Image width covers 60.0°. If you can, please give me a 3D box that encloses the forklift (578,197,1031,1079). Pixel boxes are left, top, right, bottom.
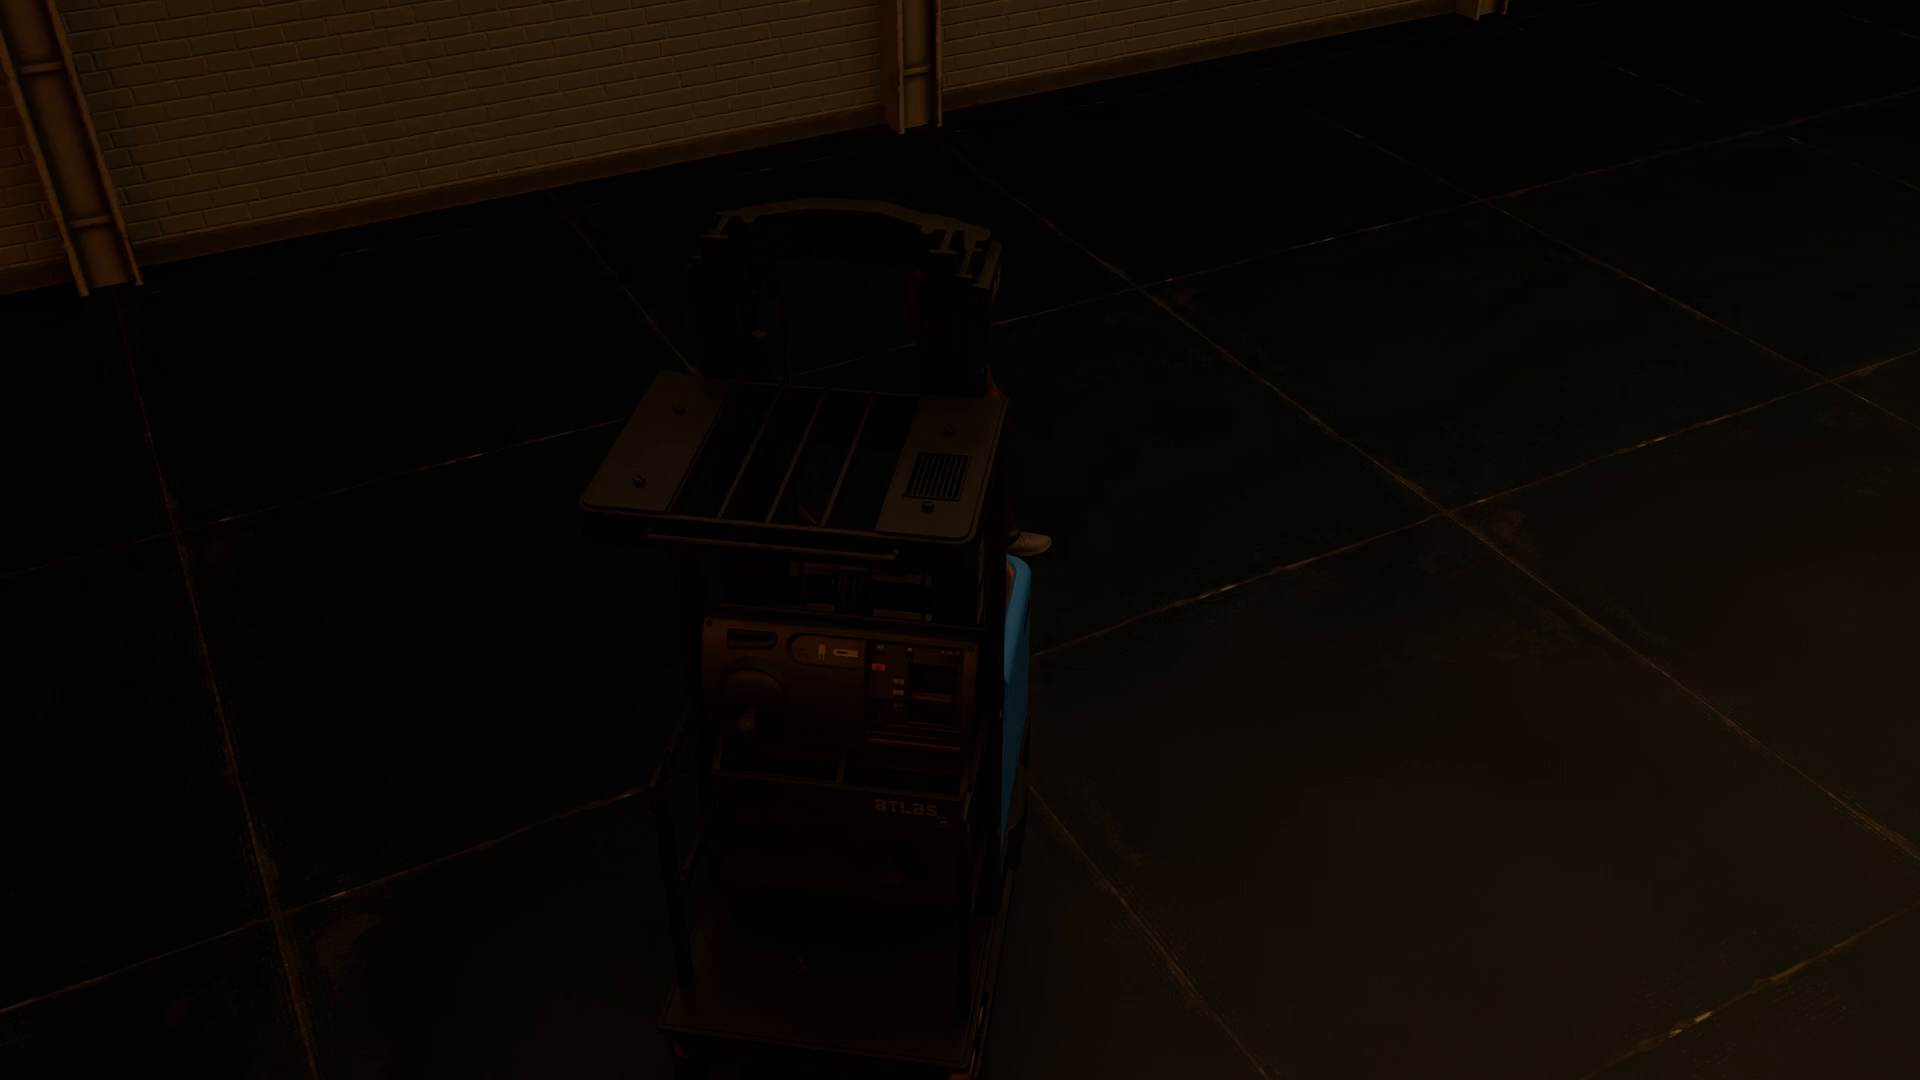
[{"bbox_3d":[-0.434,0.539,5.361,1.130,2.935,3.031,5,36,7],"label":"forklift"}]

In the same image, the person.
[{"bbox_3d":[0.082,-0.754,8.176,0.582,1.776,0.694,-17,39,-23],"label":"person"}]
